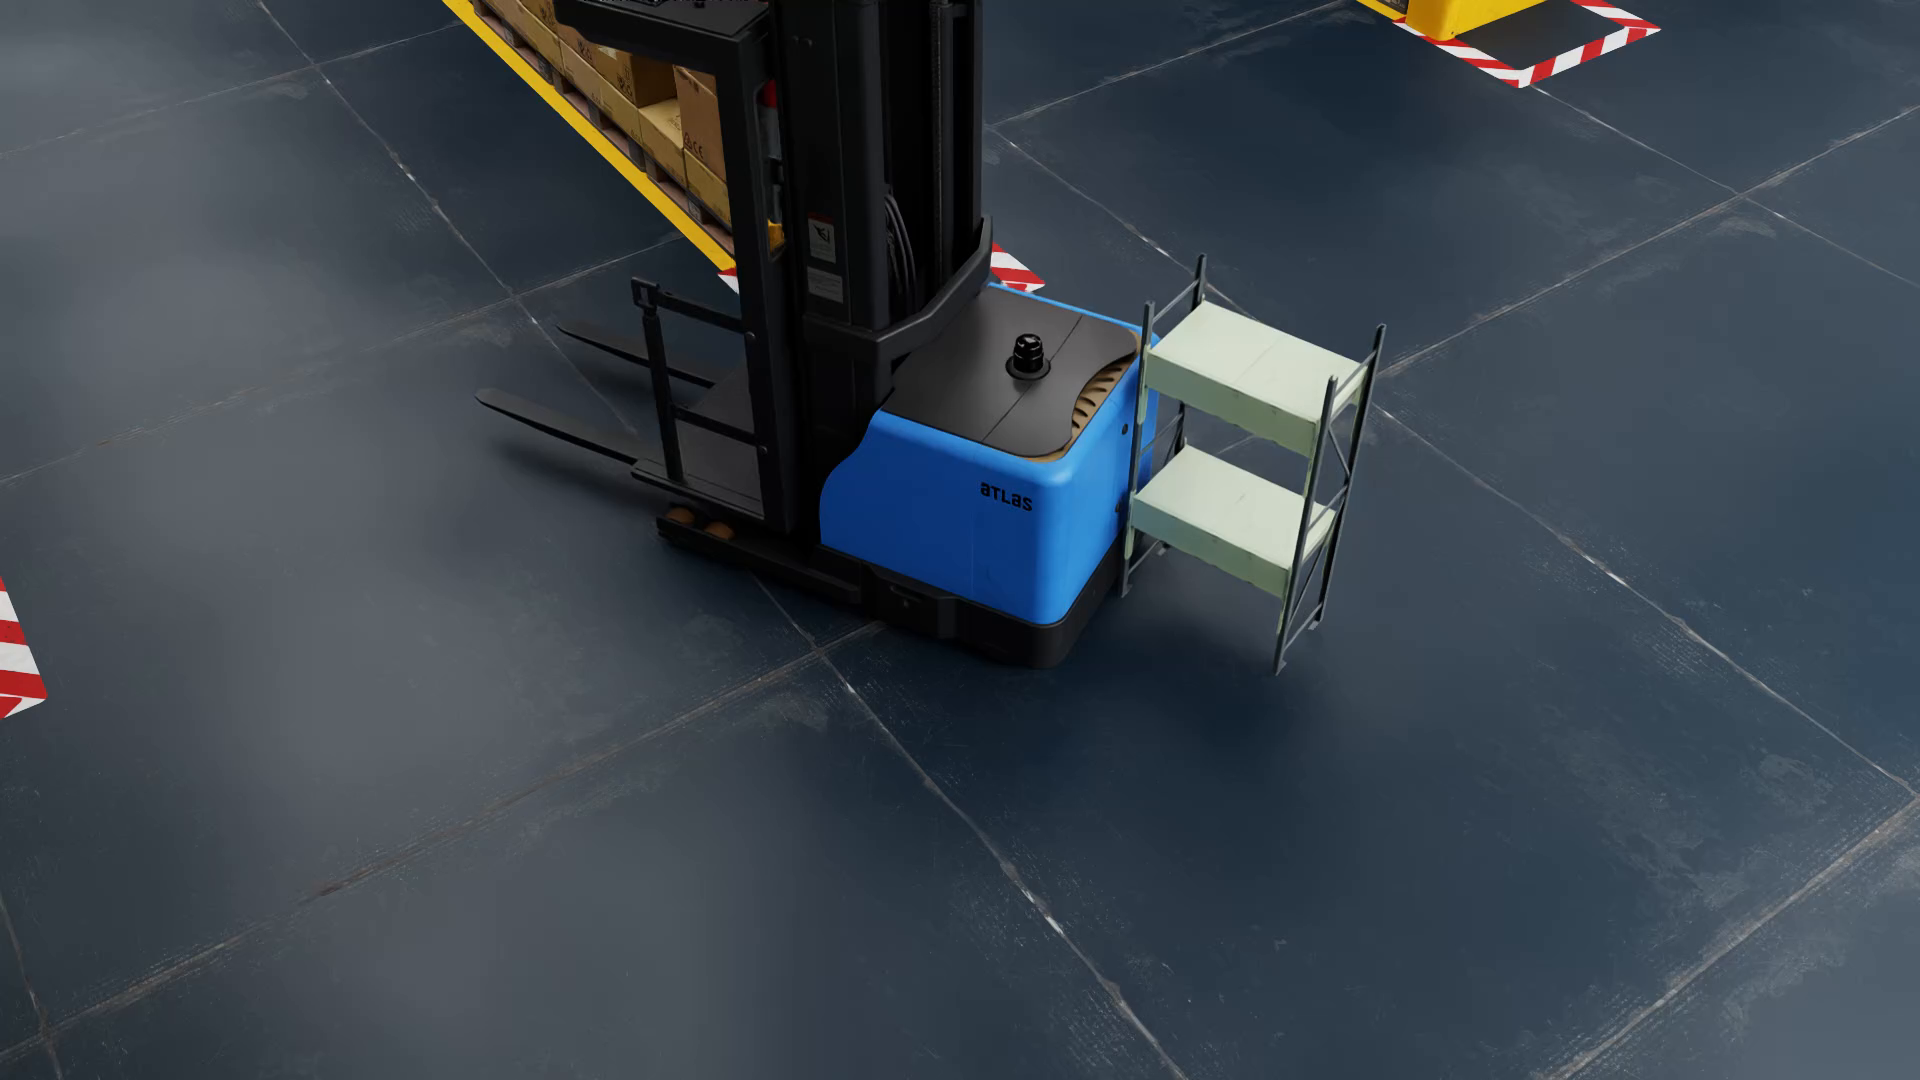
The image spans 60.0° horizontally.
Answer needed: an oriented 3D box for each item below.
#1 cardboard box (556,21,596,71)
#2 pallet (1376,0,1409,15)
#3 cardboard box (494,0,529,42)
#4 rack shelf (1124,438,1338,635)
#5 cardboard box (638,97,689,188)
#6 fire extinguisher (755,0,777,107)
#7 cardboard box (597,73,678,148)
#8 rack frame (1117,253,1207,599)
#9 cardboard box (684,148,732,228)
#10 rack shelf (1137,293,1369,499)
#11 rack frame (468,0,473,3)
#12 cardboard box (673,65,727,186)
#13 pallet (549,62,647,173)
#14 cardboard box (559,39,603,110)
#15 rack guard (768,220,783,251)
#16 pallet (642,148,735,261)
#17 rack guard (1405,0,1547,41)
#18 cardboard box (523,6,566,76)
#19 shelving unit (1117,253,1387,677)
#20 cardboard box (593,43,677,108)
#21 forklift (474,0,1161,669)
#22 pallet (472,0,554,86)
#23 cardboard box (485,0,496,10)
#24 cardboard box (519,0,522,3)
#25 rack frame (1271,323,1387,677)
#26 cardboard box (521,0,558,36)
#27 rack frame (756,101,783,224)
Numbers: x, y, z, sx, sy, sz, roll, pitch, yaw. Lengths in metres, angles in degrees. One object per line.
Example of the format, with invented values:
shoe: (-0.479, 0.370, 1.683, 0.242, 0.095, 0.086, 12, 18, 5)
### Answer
cardboard box: (-1.977, -3.044, 9.401, 0.500, 0.500, 0.500, -26, 49, -24)
pallet: (2.965, -4.018, 11.297, 1.003, 0.211, 1.213, -26, 49, -24)
cardboard box: (-2.547, -3.340, 10.255, 0.500, 0.250, 0.500, -26, 49, -24)
rack shelf: (1.083, -0.024, 6.652, 0.720, 0.370, 0.431, 27, 50, 26)
cardboard box: (-1.402, -2.208, 9.069, 0.500, 0.250, 0.500, -26, 49, -24)
fire extinguisher: (-0.871, -2.307, 7.541, 0.296, 0.674, 0.183, -26, 49, -24)
cardboard box: (-1.690, -2.490, 9.364, 0.500, 0.250, 0.500, -26, 49, -24)
rack frame: (0.790, -0.411, 6.585, 0.023, 1.500, 0.400, 27, 50, 26)
cardboard box: (-1.106, -1.929, 8.777, 0.500, 0.250, 0.500, -26, 49, -24)
rack shelf: (1.083, -0.542, 6.157, 0.720, 0.370, 0.431, 27, 50, 26)
rack frame: (-2.846, -4.850, 10.150, 1.000, 3.000, 0.127, -26, 49, -24)
cardboard box: (-1.108, -2.200, 8.517, 0.500, 0.500, 0.500, -26, 49, -24)
pallet: (-1.723, -2.683, 9.899, 1.003, 0.211, 1.213, -26, 49, -24)
cardboard box: (-1.974, -2.774, 9.662, 0.500, 0.250, 0.500, -26, 49, -24)
rack guard: (-0.543, -1.667, 8.625, 1.175, 0.500, 0.348, -26, 49, -24)
pallet: (-1.029, -1.993, 9.176, 1.003, 0.211, 1.213, -26, 49, -24)
rack guard: (3.426, -3.660, 10.713, 1.175, 0.500, 0.348, -26, 49, -24)
cardboard box: (-2.265, -3.055, 9.956, 0.500, 0.250, 0.500, -26, 49, -24)
shelving unit: (1.083, -0.260, 6.427, 0.755, 1.500, 0.431, 27, 50, 26)
cardboard box: (-1.692, -2.760, 9.104, 0.500, 0.500, 0.500, -26, 49, -24)
forklift: (-0.730, -1.277, 6.456, 3.031, 2.935, 1.130, 20, 47, 20)
pallet: (-2.425, -3.375, 10.623, 1.003, 0.211, 1.213, -26, 49, -24)
cardboard box: (-2.829, -3.625, 10.553, 0.500, 0.250, 0.500, -26, 49, -24)
cardboard box: (-2.545, -3.613, 9.997, 0.500, 0.500, 0.500, -26, 49, -24)
rack frame: (1.377, -0.108, 6.268, 0.023, 1.500, 0.400, 27, 50, 26)
cardboard box: (-2.265, -3.326, 9.697, 0.500, 0.500, 0.500, -26, 49, -24)
rack frame: (-0.557, -2.585, 7.777, 1.000, 3.000, 0.127, -26, 49, -24)
